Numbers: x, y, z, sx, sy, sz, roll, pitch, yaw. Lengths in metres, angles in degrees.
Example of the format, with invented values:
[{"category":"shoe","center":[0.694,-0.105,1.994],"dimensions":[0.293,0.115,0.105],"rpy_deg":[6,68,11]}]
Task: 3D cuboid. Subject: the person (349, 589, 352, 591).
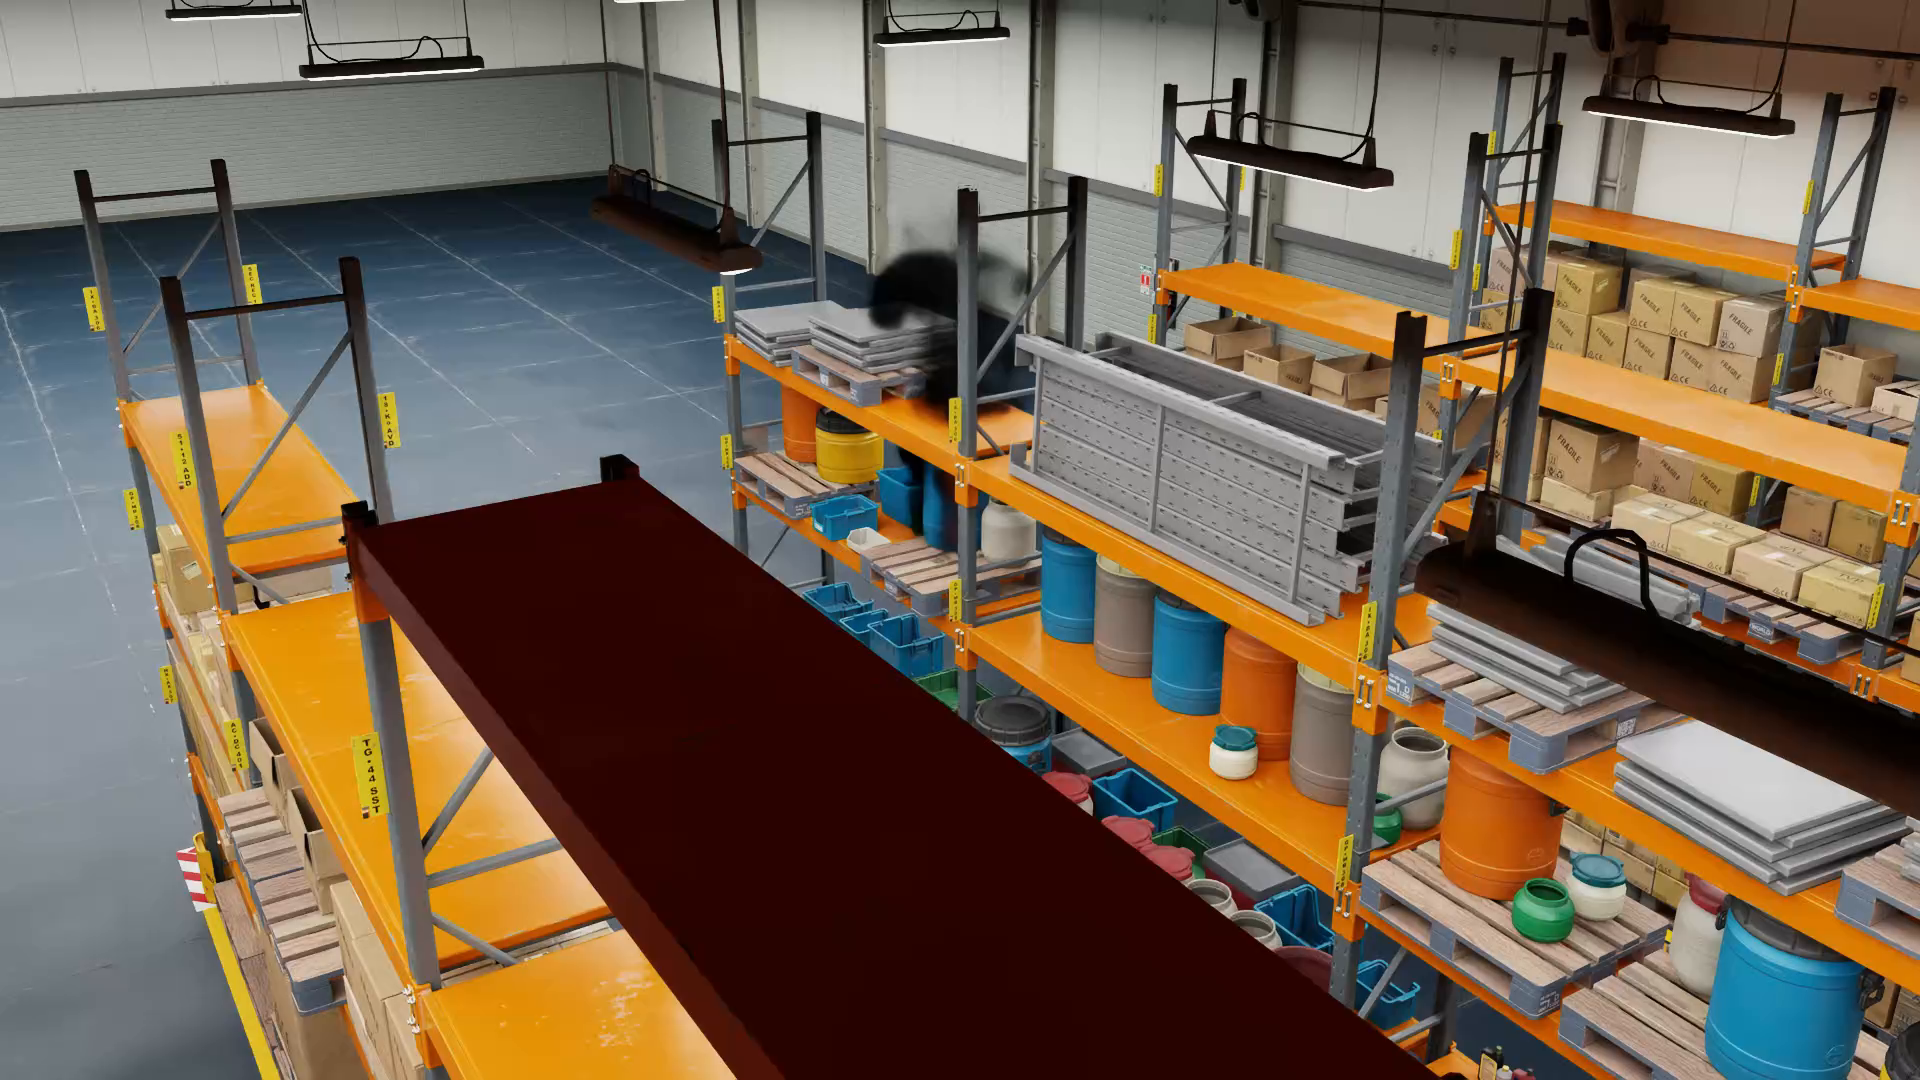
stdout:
[{"category":"person","center":[-6.053,0.722,17.474],"dimensions":[0.695,1.613,0.491],"rpy_deg":[1,22,2]}]
